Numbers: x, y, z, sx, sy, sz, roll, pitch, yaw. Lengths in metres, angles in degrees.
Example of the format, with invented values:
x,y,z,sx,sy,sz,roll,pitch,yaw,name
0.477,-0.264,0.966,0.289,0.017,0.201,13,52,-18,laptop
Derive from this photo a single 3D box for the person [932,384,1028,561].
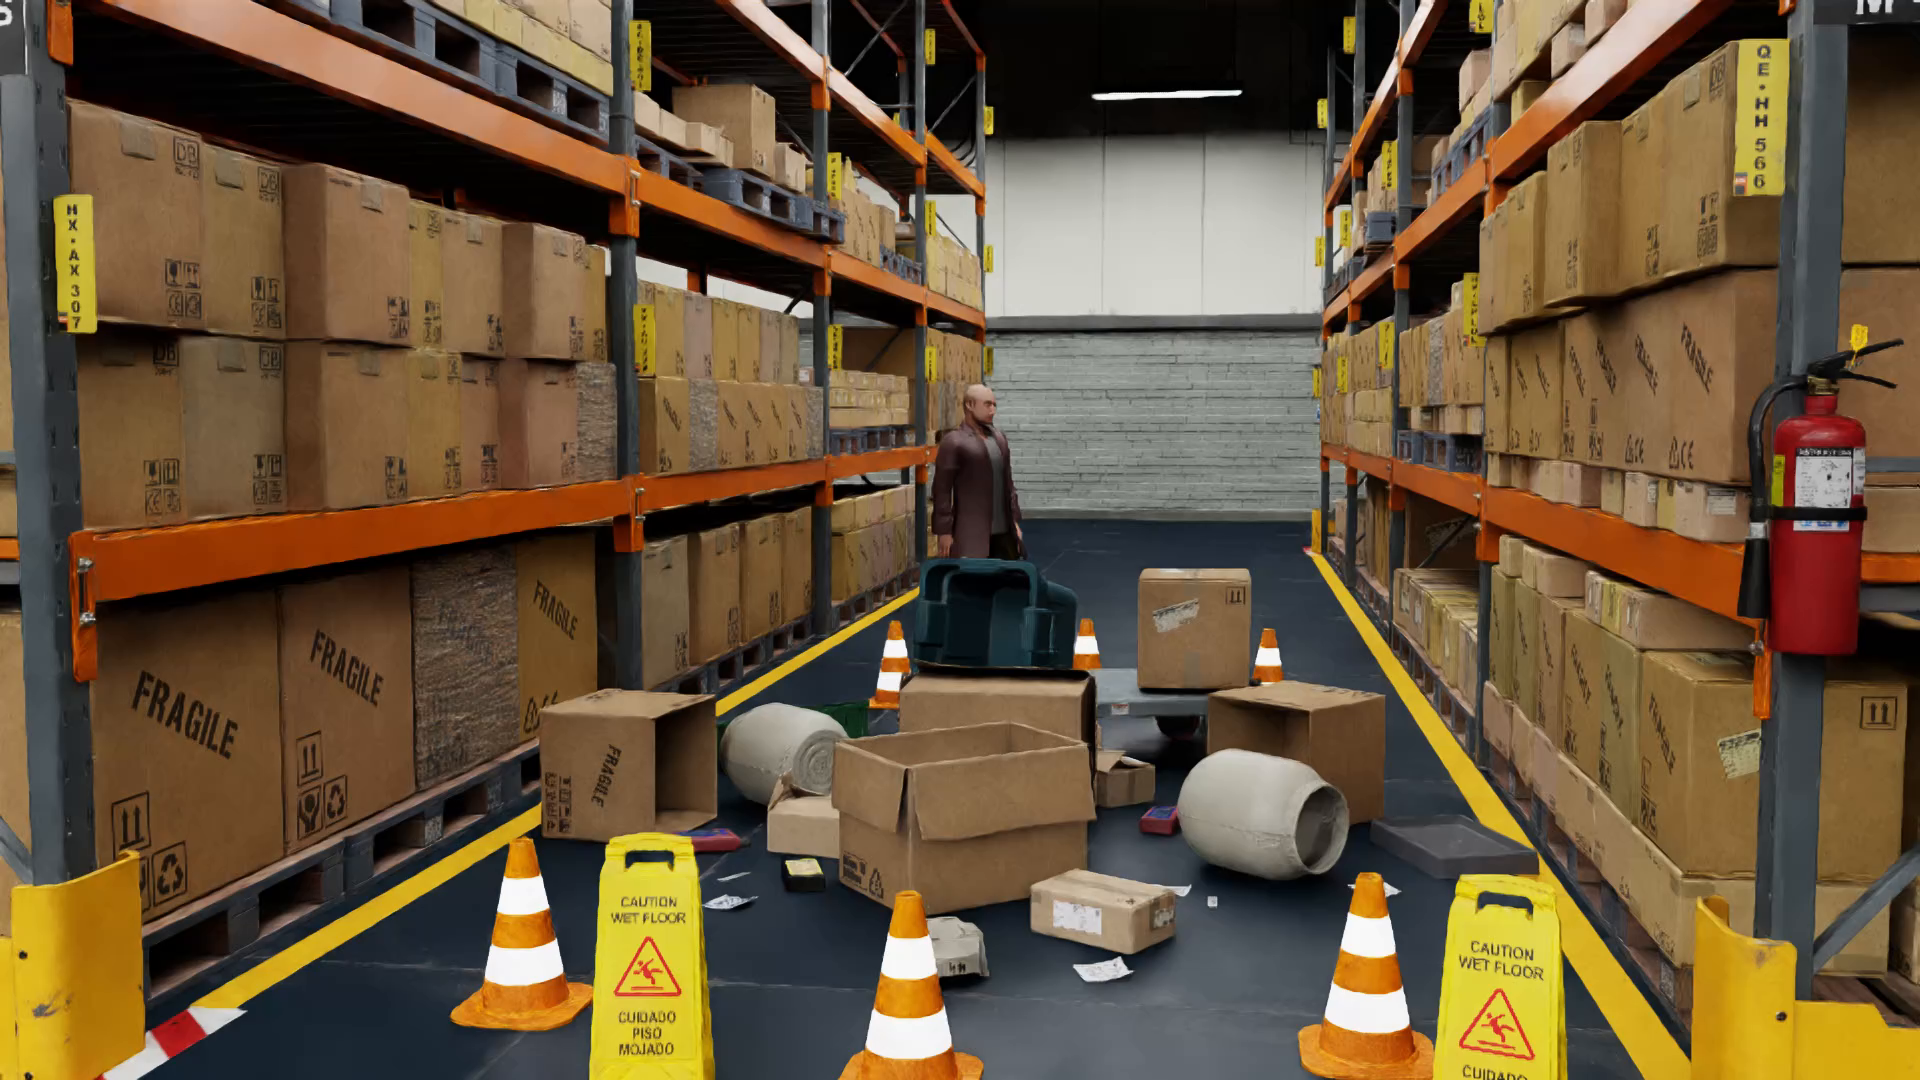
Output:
x,y,z,sx,sy,sz,roll,pitch,yaw,name
0.064,-0.057,10.114,0.703,1.770,0.697,4,6,41,person
